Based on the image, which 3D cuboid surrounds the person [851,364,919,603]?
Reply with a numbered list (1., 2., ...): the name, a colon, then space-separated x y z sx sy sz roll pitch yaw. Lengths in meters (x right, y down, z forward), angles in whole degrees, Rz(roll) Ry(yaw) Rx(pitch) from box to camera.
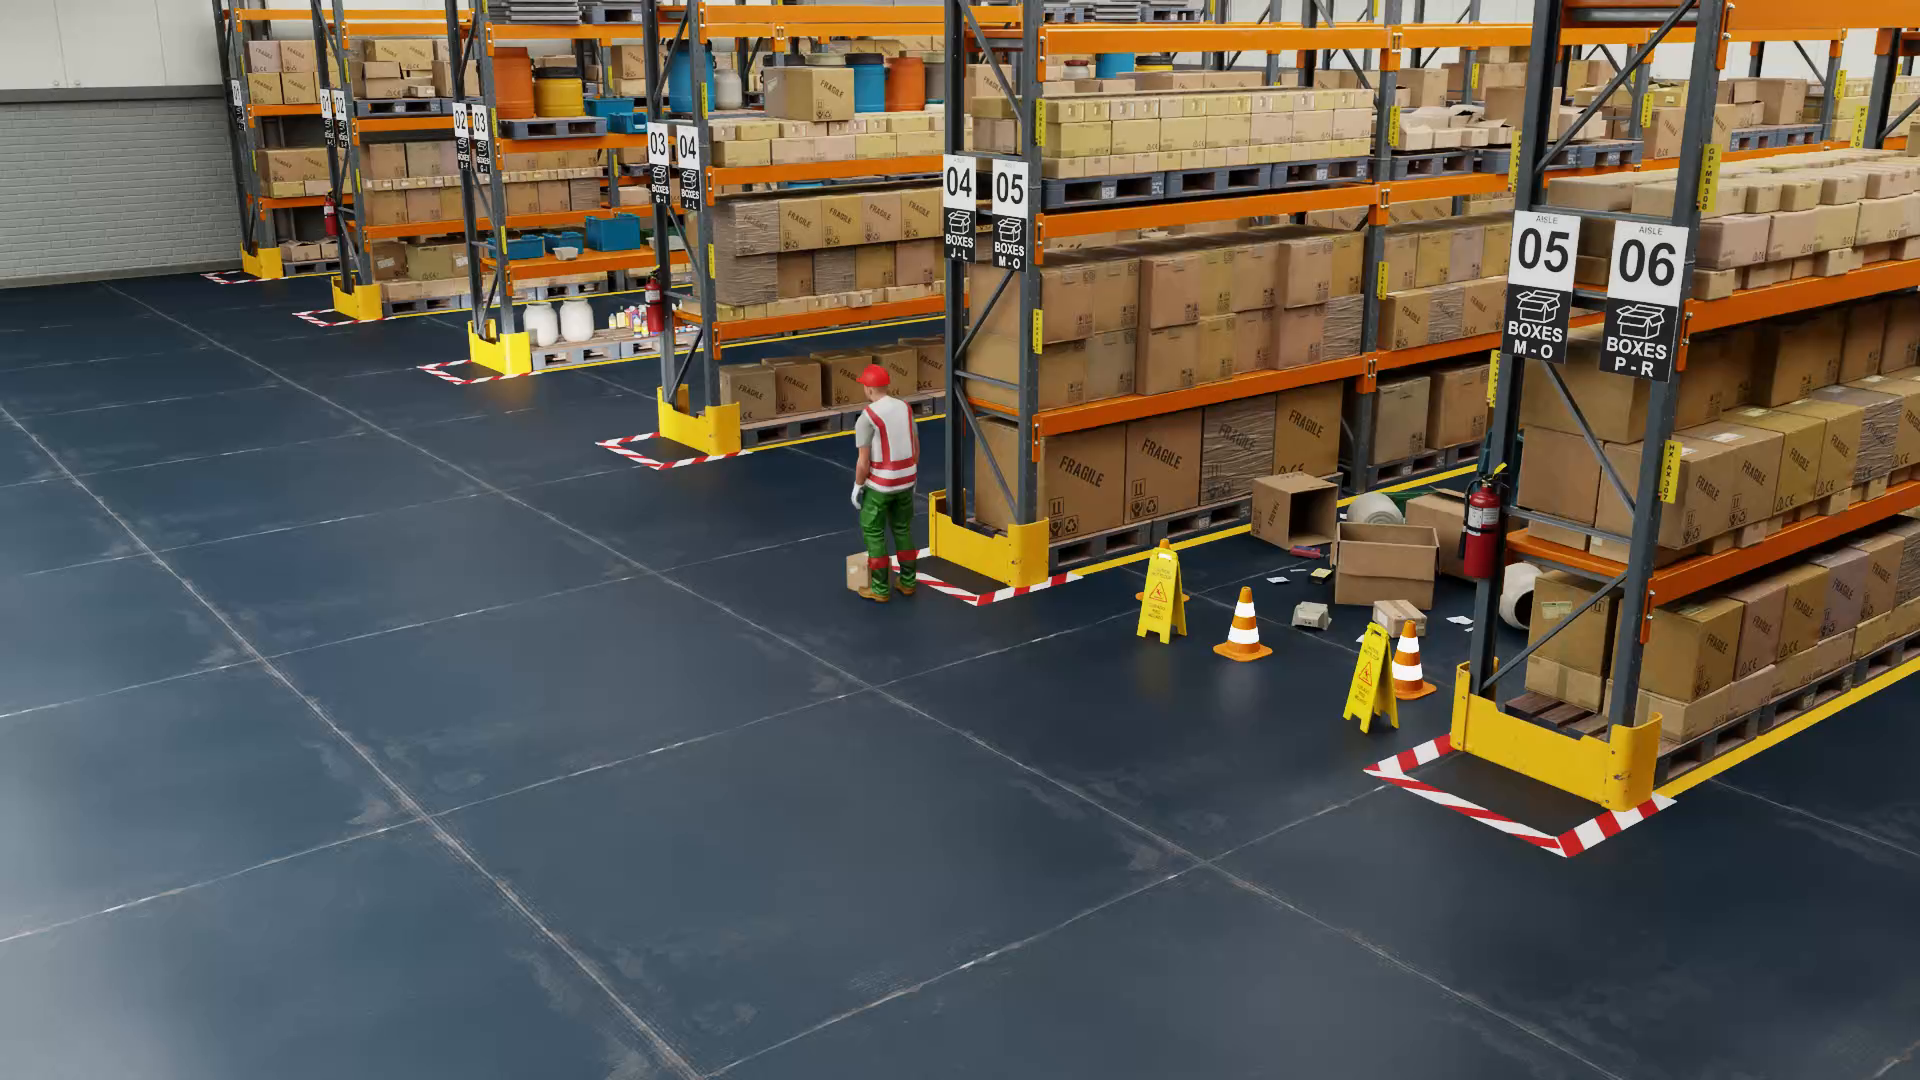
1. person: -0.560 -0.424 12.370 0.610 1.777 0.451 -15 23 -39
